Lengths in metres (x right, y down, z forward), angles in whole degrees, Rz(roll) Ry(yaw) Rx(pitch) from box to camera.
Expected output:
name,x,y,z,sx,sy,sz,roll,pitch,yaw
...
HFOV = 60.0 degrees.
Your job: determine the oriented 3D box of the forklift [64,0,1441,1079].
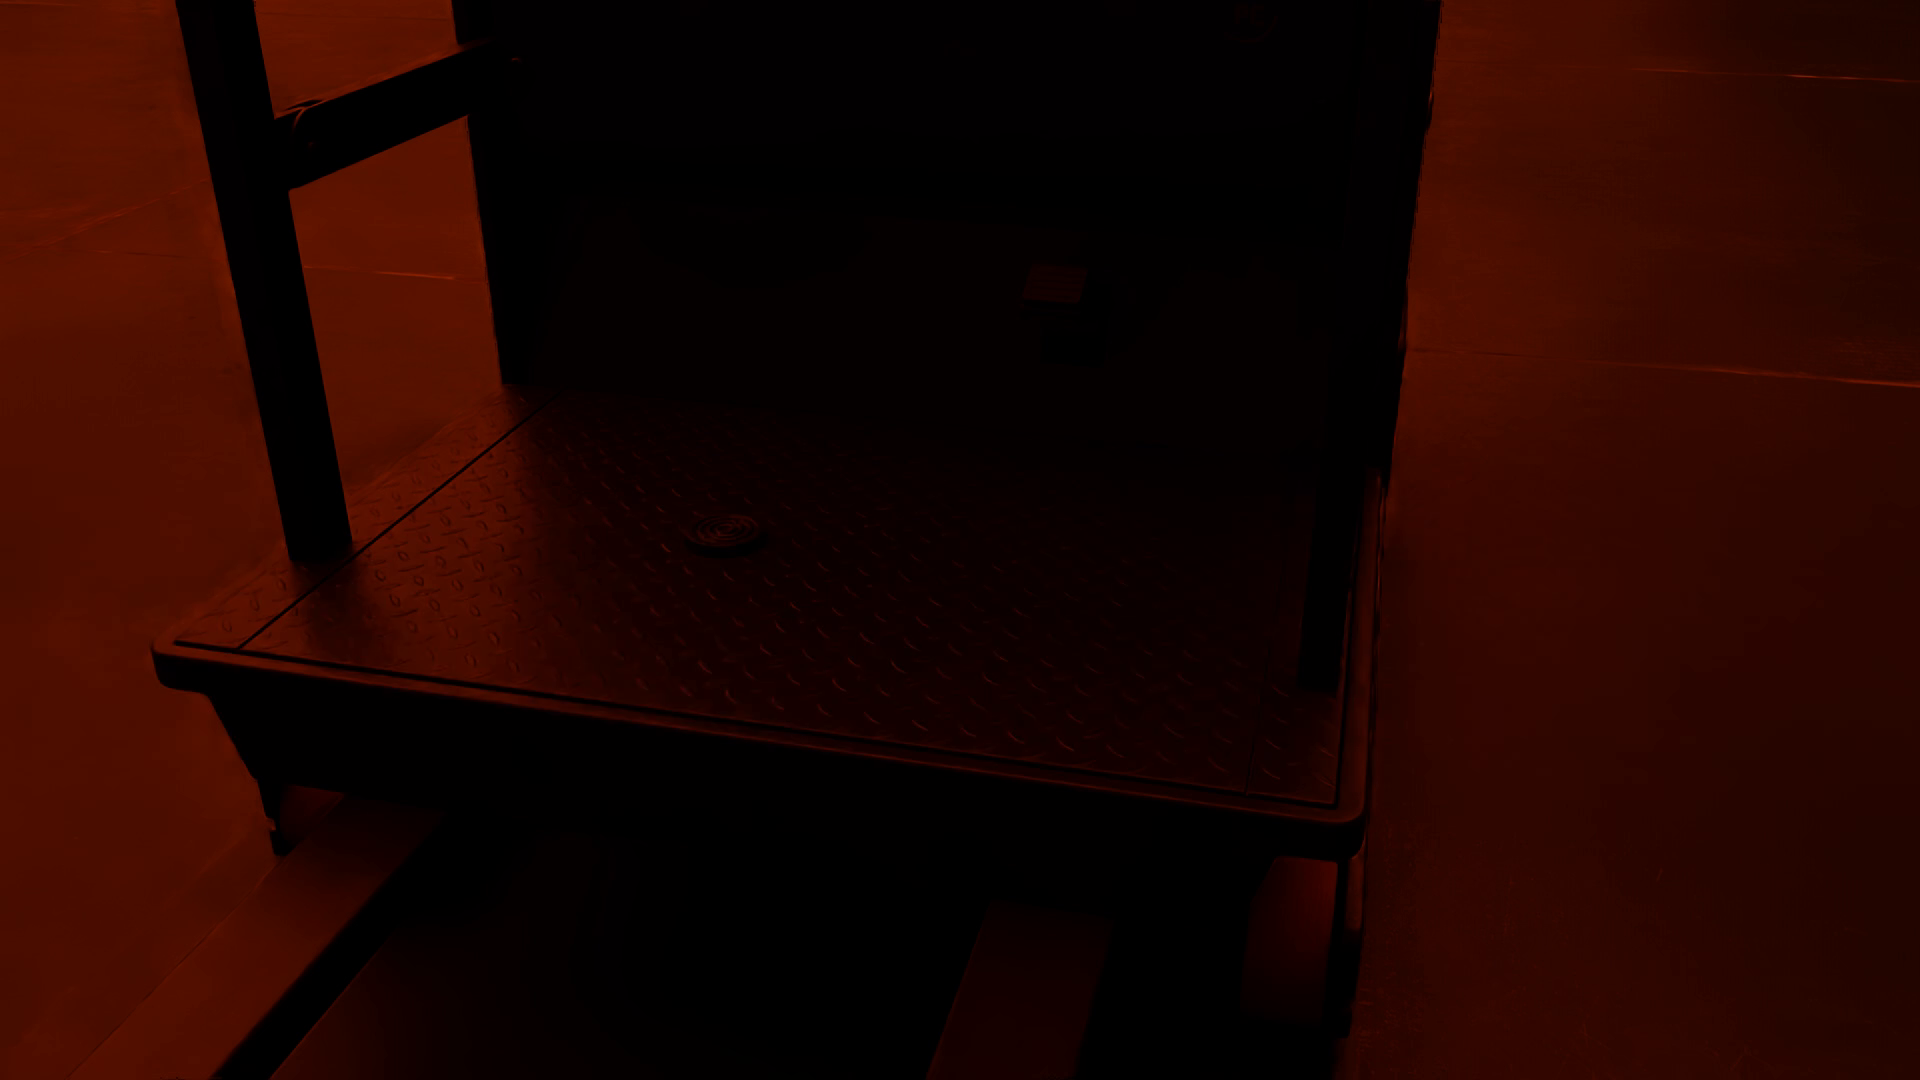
name,x,y,z,sx,sy,sz,roll,pitch,yaw
forklift,-0.102,-1.037,1.302,1.130,2.935,3.031,6,27,13
